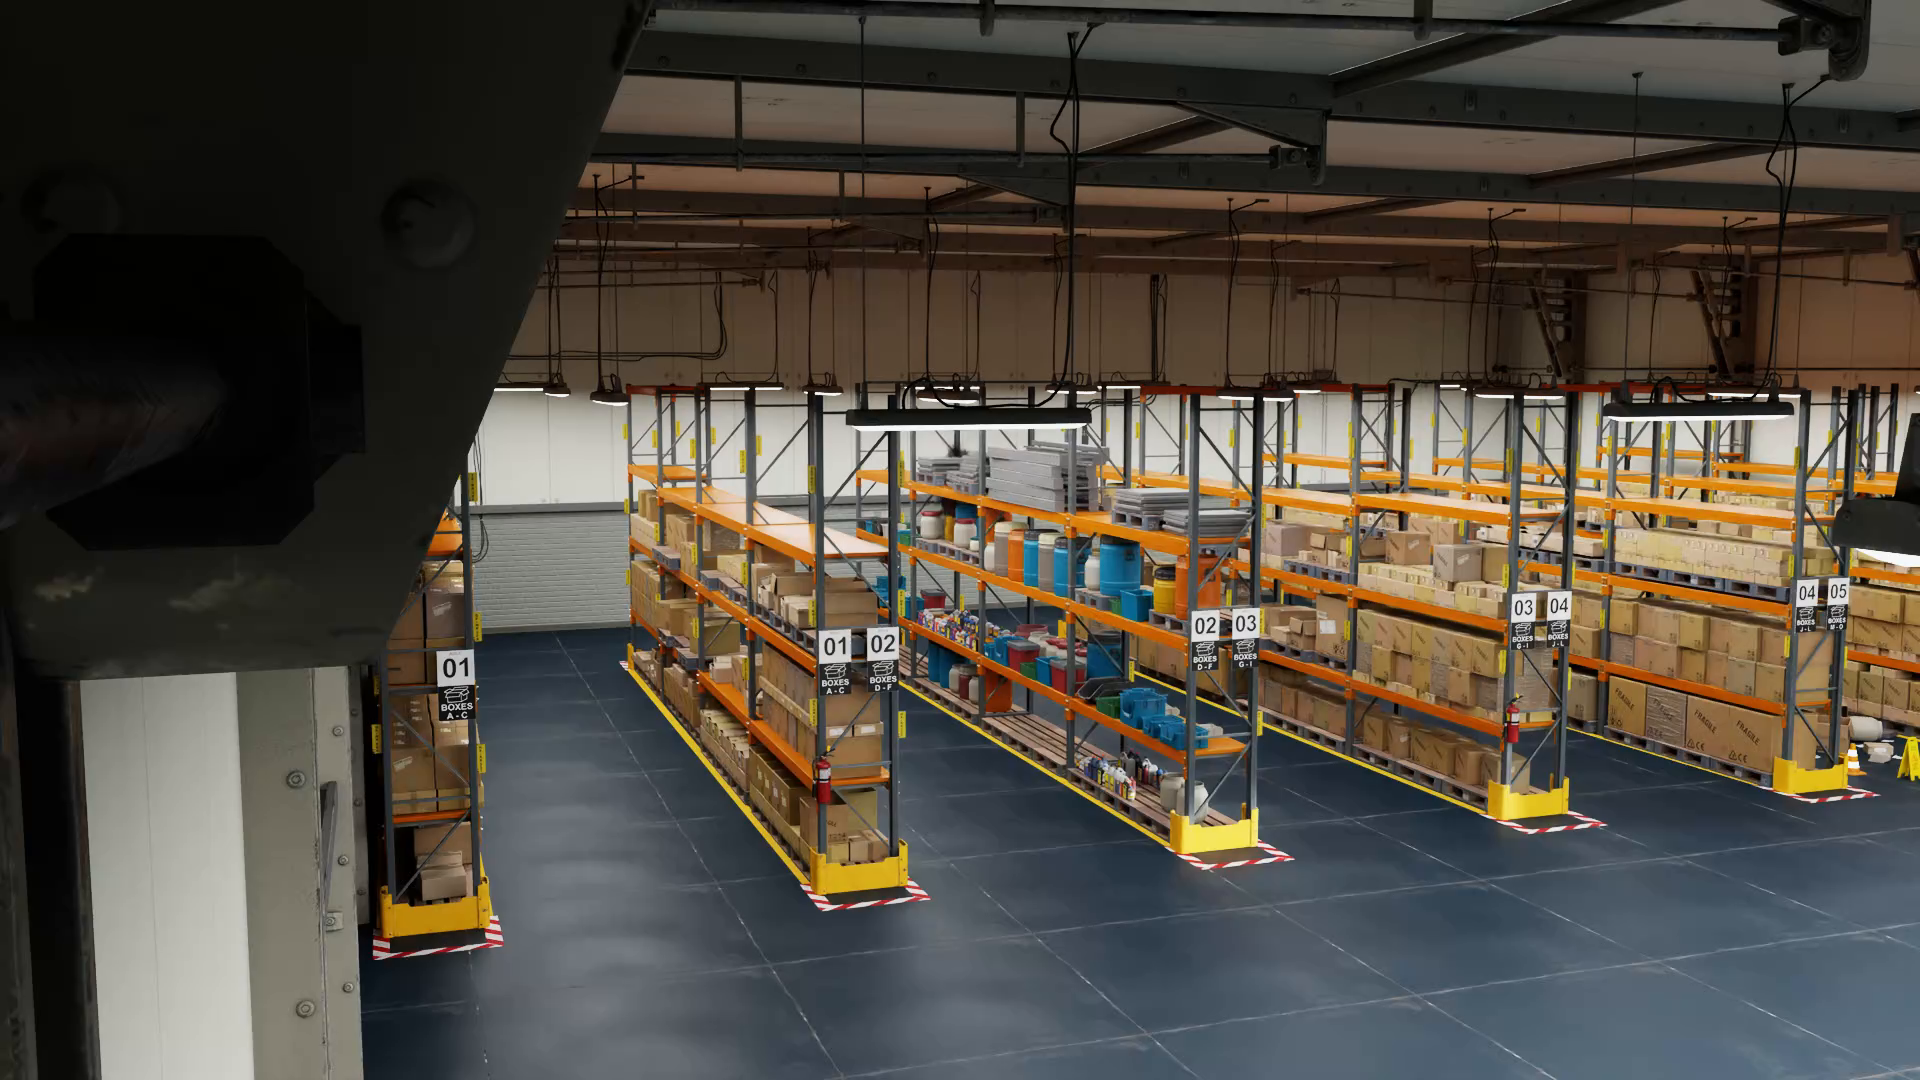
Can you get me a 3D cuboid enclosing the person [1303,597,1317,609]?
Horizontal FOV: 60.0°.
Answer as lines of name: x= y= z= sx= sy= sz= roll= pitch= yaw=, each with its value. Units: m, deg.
person: x=8.871 y=1.156 z=41.769 sx=0.588 sy=1.740 sz=0.647 roll=-2 pitch=6 yaw=-20
